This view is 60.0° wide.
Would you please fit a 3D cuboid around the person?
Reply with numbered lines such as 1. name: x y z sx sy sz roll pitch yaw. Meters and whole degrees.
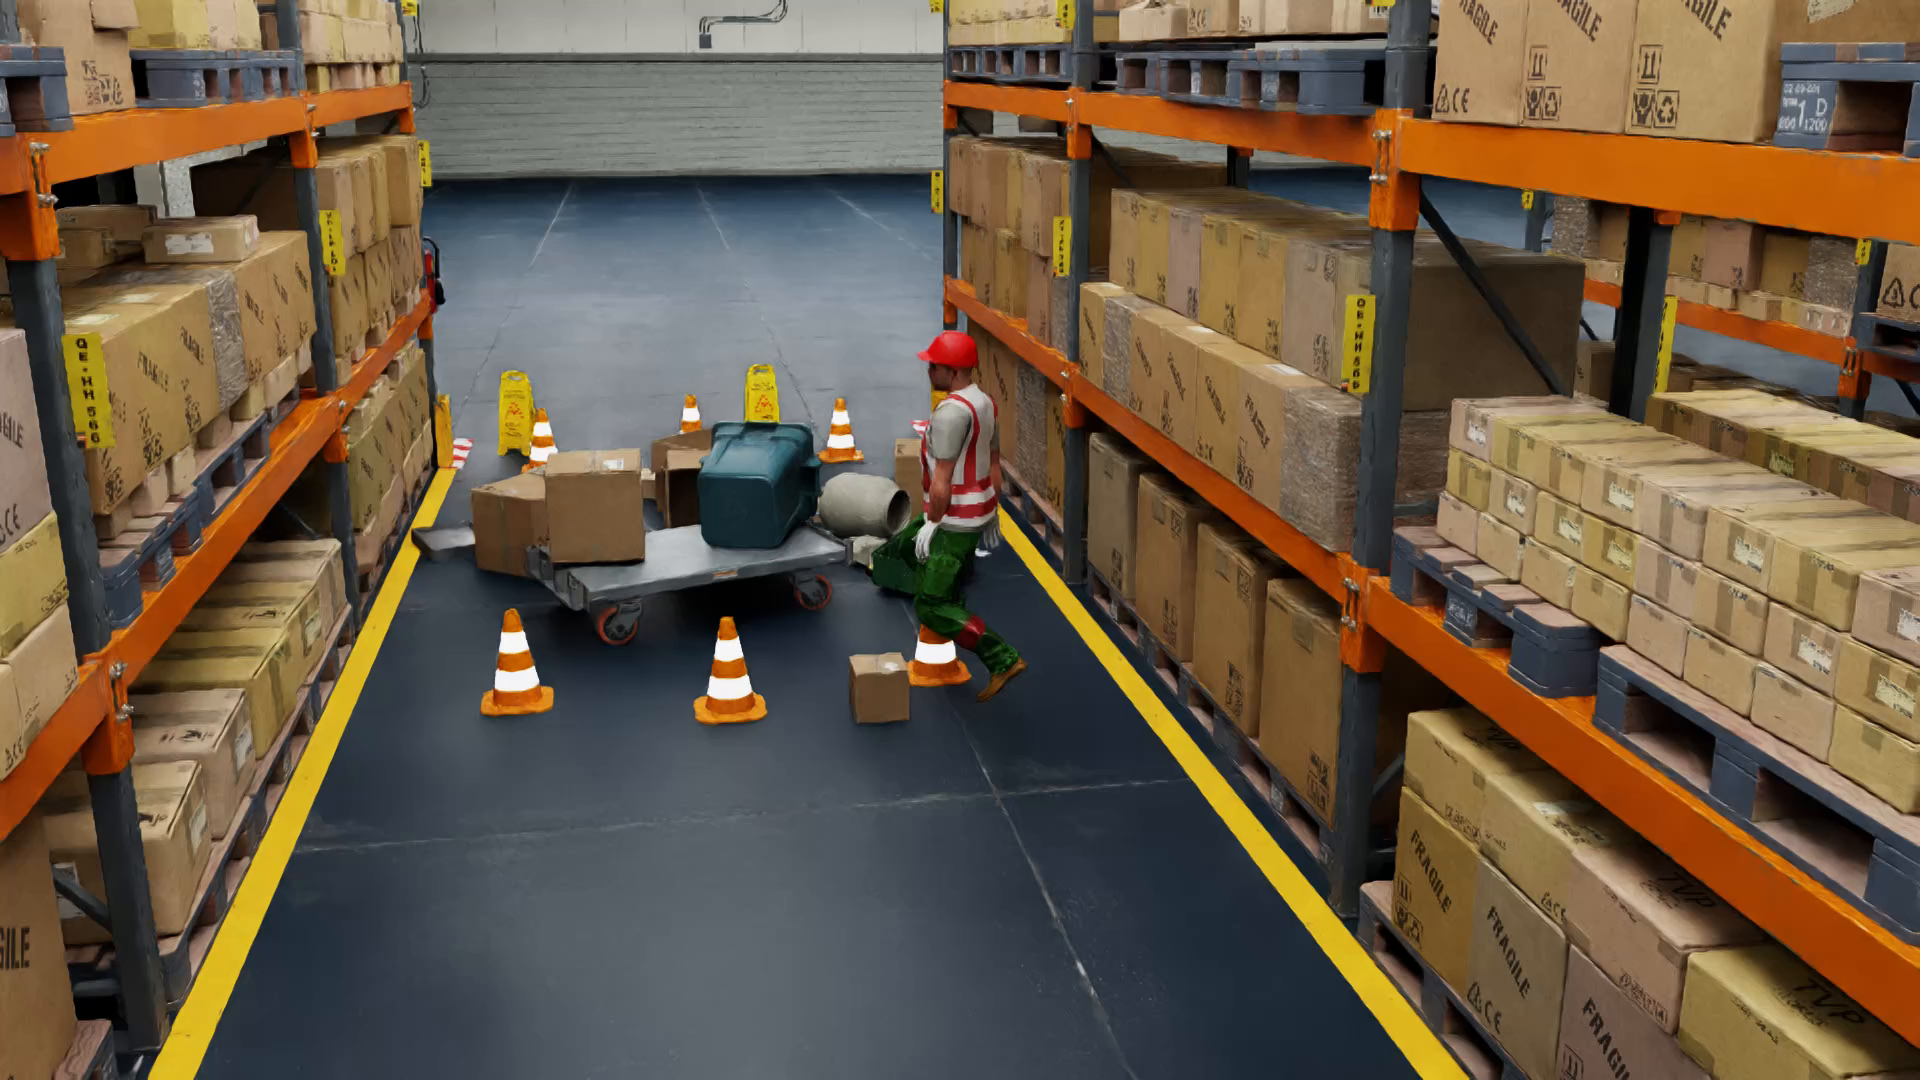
1. person: 0.001 -0.121 7.752 0.744 1.717 0.655 5 17 16
